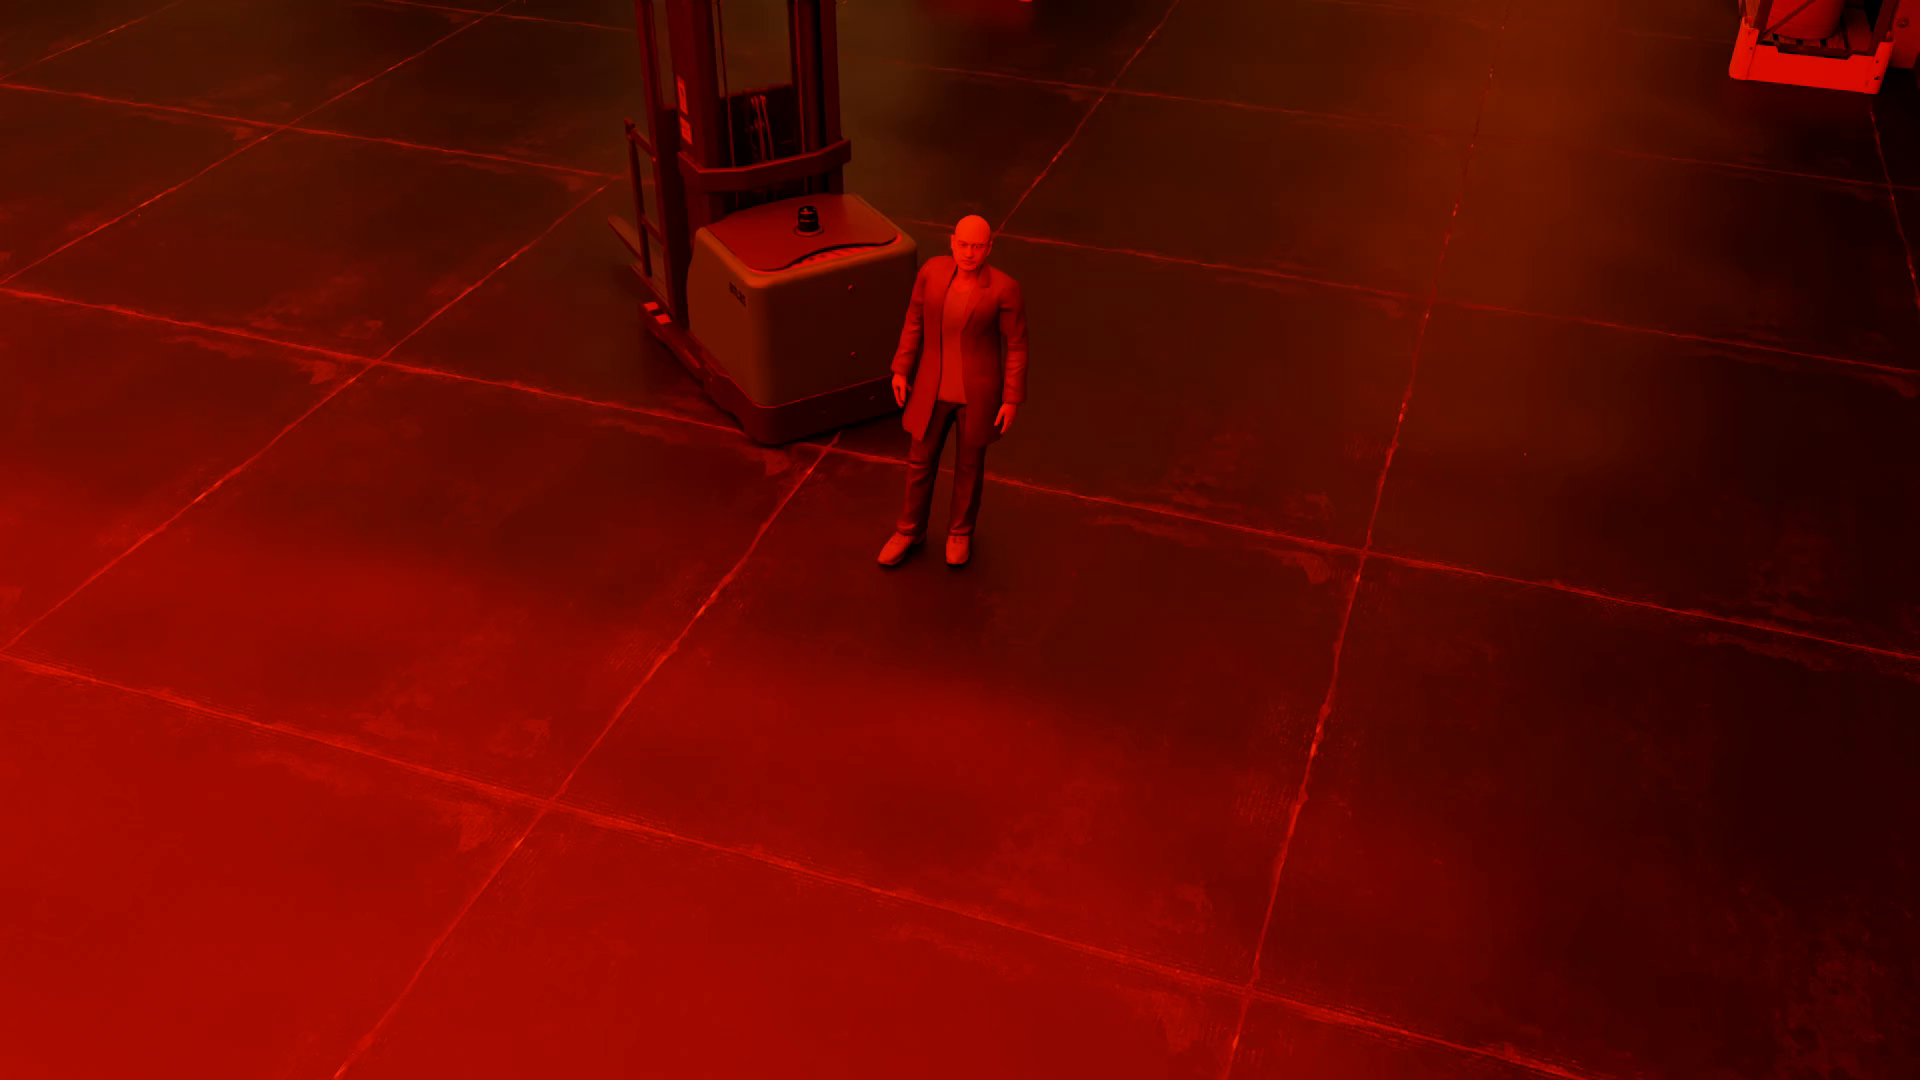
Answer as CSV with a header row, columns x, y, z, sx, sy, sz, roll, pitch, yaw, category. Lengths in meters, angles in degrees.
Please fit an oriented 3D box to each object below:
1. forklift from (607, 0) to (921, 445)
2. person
x,y,z,sx,sy,sz,roll,pitch,yaw,category
-1.380,-2.557,9.717,1.130,2.935,3.031,-18,39,-24,forklift
-0.035,-0.682,8.058,0.694,1.775,0.582,12,37,16,person
